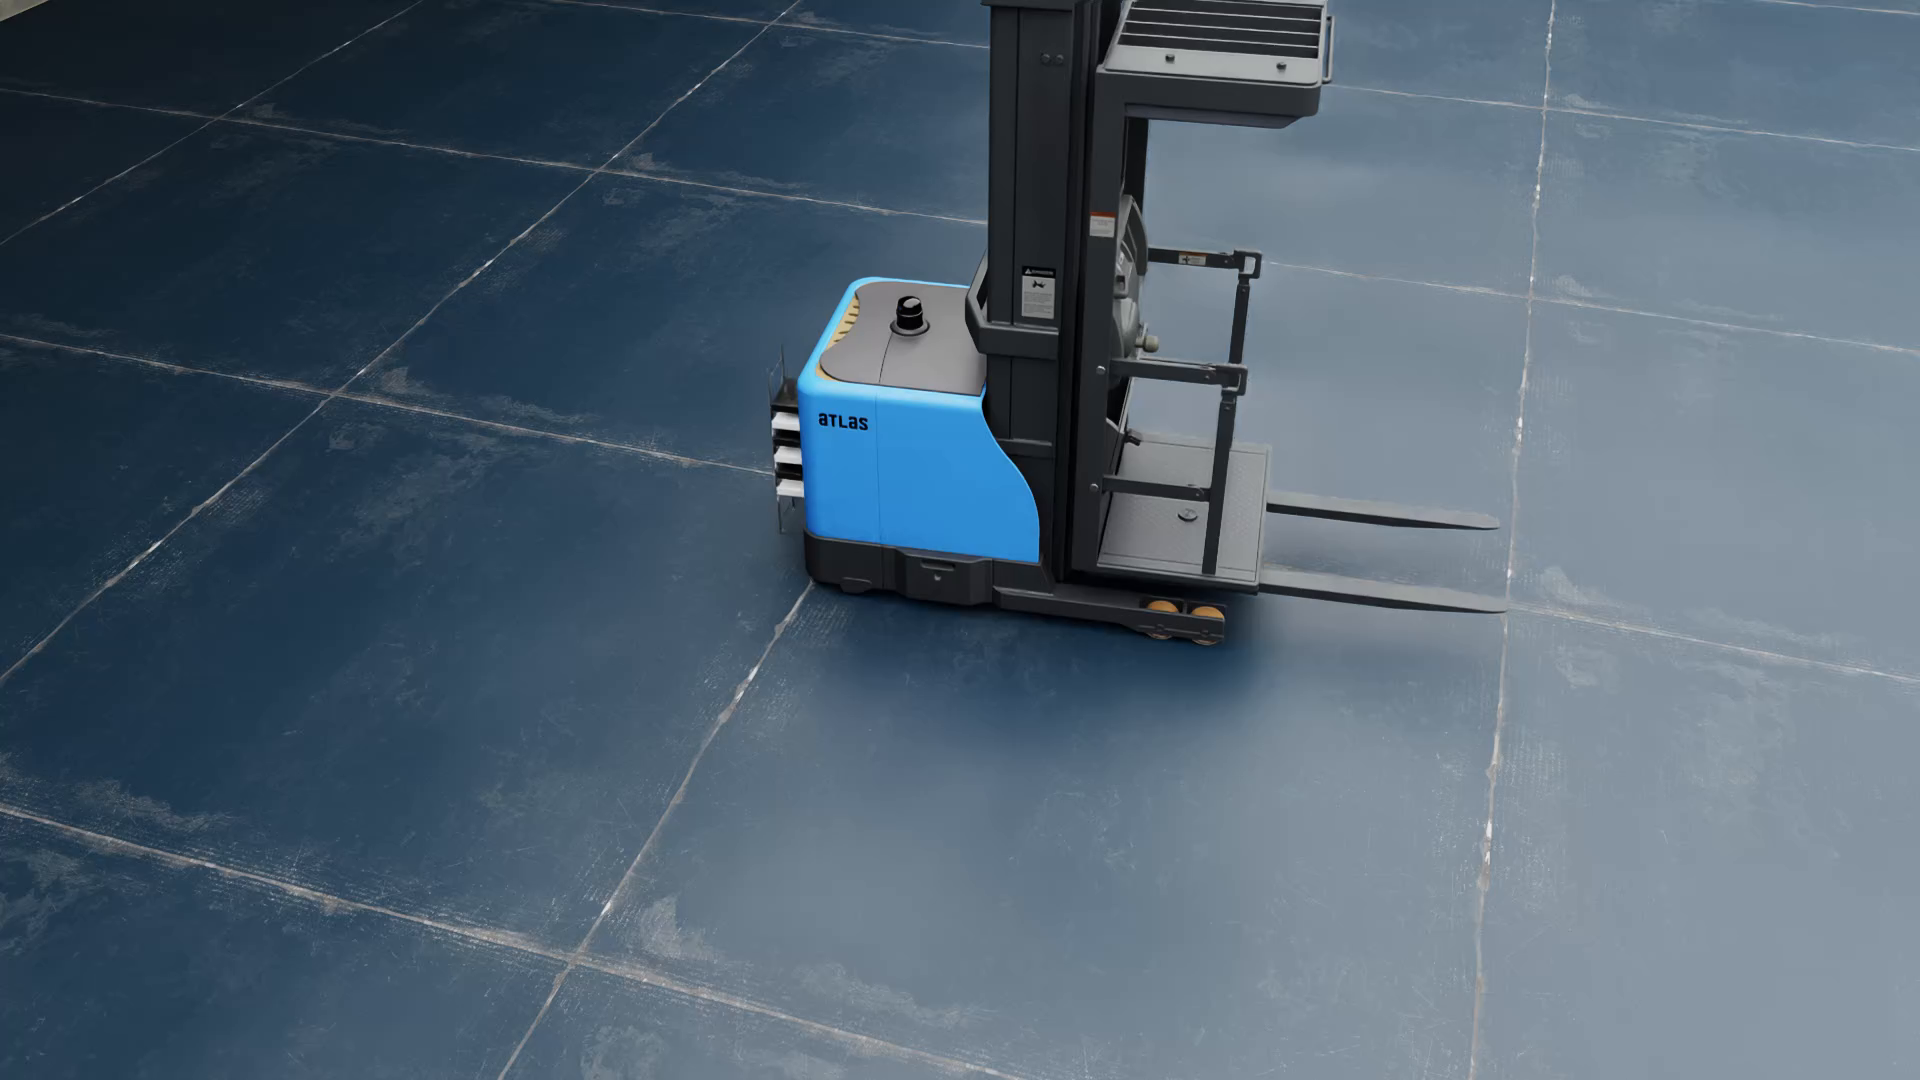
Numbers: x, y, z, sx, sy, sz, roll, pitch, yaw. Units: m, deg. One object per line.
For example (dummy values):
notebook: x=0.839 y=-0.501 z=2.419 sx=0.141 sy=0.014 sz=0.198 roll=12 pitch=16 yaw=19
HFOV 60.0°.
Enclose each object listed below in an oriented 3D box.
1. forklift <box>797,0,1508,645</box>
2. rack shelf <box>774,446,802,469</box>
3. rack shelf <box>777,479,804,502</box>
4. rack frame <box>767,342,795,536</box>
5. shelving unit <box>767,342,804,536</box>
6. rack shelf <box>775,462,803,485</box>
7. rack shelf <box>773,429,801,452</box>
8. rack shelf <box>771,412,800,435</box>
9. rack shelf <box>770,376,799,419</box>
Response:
forklift: x=0.879 y=-1.075 z=6.738 sx=3.031 sy=2.935 sz=1.130 roll=7 pitch=37 yaw=9
rack shelf: x=-0.717 y=-0.413 z=7.609 sx=0.200 sy=0.077 sz=0.258 roll=7 pitch=37 yaw=9
rack shelf: x=-0.717 y=-0.268 z=7.715 sx=0.200 sy=0.077 sz=0.258 roll=7 pitch=37 yaw=9
rack frame: x=-0.816 y=-0.452 z=7.605 sx=0.006 sy=0.900 sz=0.240 roll=7 pitch=37 yaw=9
shelving unit: x=-0.717 y=-0.440 z=7.589 sx=0.210 sy=0.900 sz=0.258 roll=7 pitch=37 yaw=9
rack shelf: x=-0.717 y=-0.341 z=7.662 sx=0.200 sy=0.077 sz=0.258 roll=7 pitch=37 yaw=9
rack shelf: x=-0.717 y=-0.486 z=7.555 sx=0.200 sy=0.077 sz=0.258 roll=7 pitch=37 yaw=9
rack shelf: x=-0.717 y=-0.558 z=7.502 sx=0.200 sy=0.077 sz=0.258 roll=7 pitch=37 yaw=9
rack shelf: x=-0.717 y=-0.631 z=7.449 sx=0.200 sy=0.077 sz=0.258 roll=7 pitch=37 yaw=9
